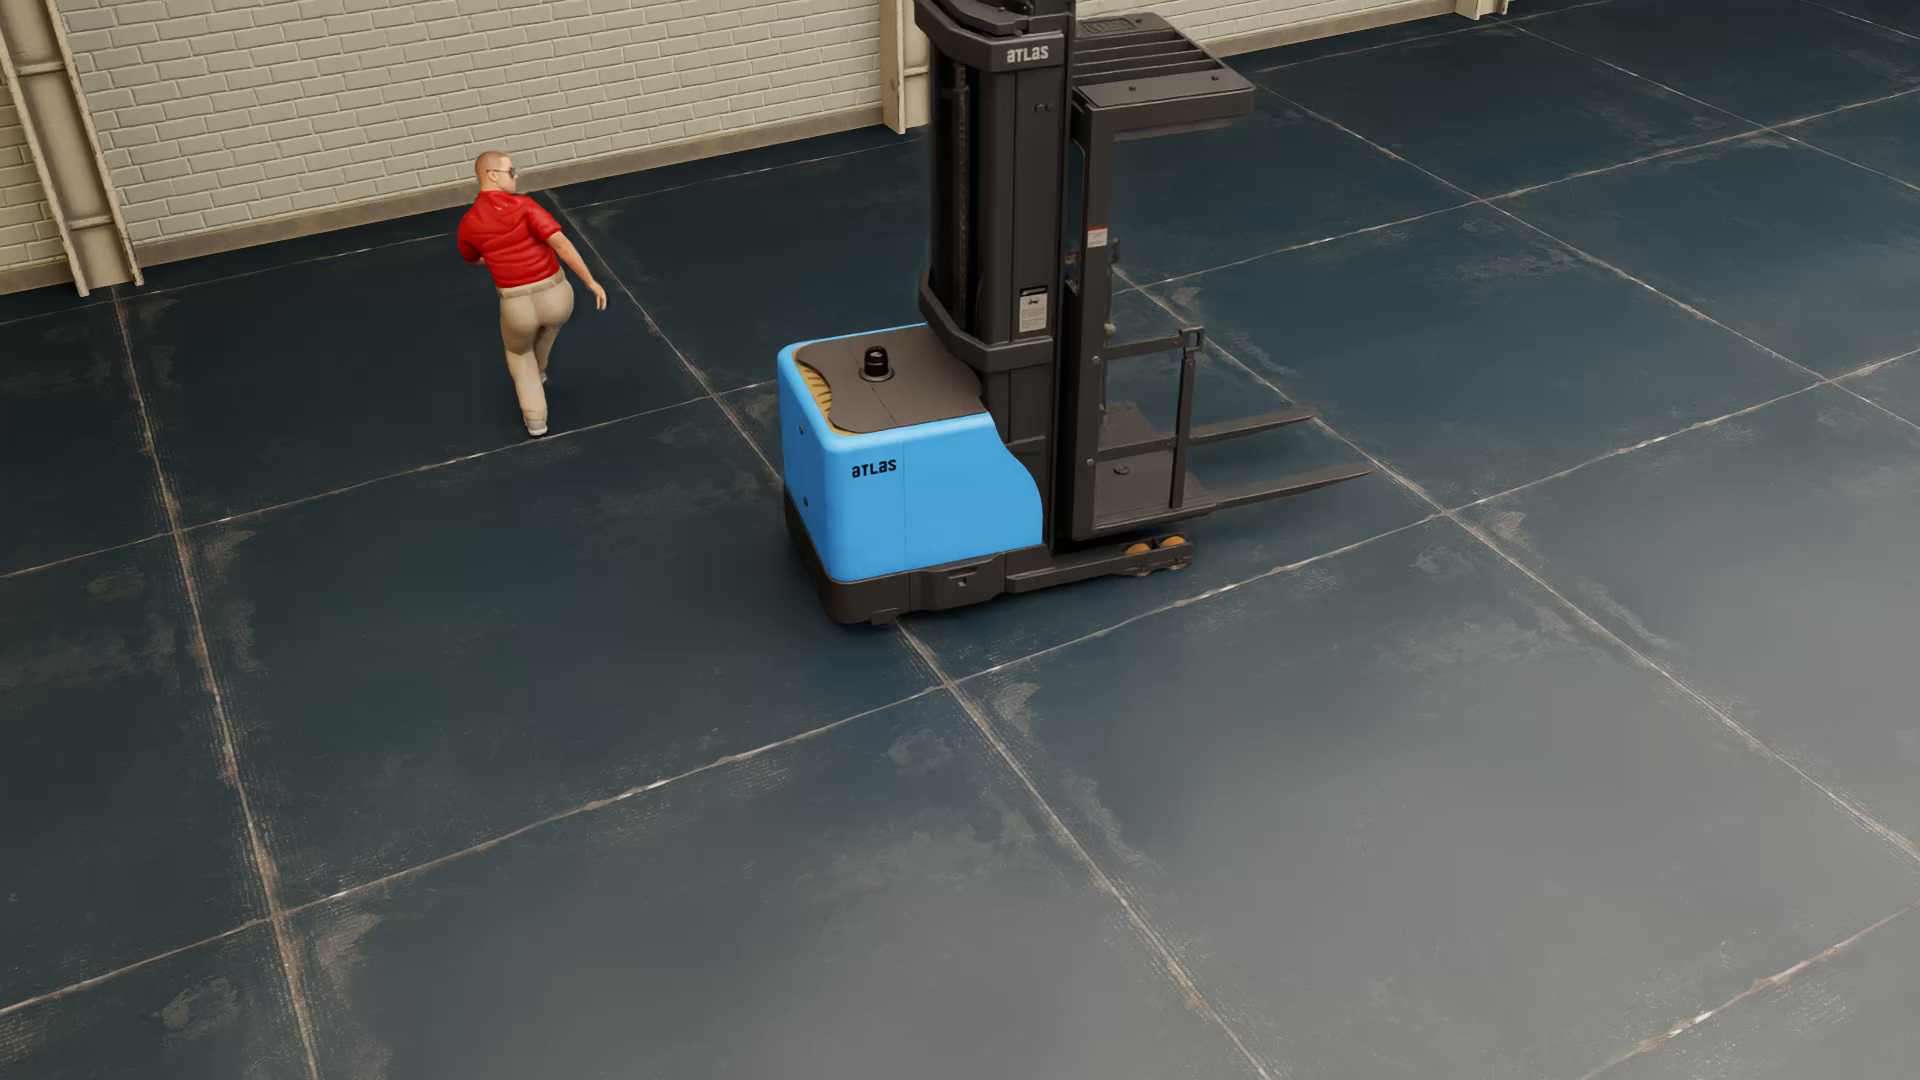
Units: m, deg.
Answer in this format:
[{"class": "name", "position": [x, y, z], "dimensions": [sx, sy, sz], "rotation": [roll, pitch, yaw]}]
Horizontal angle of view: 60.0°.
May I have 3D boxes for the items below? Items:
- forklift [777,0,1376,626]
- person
[{"class": "forklift", "position": [0.663, -1.288, 7.946], "dimensions": [3.031, 2.935, 1.130], "rotation": [-11, 37, -15]}, {"class": "person", "position": [-2.381, -1.445, 9.365], "dimensions": [0.777, 1.573, 0.791], "rotation": [-6, 36, -8]}]
